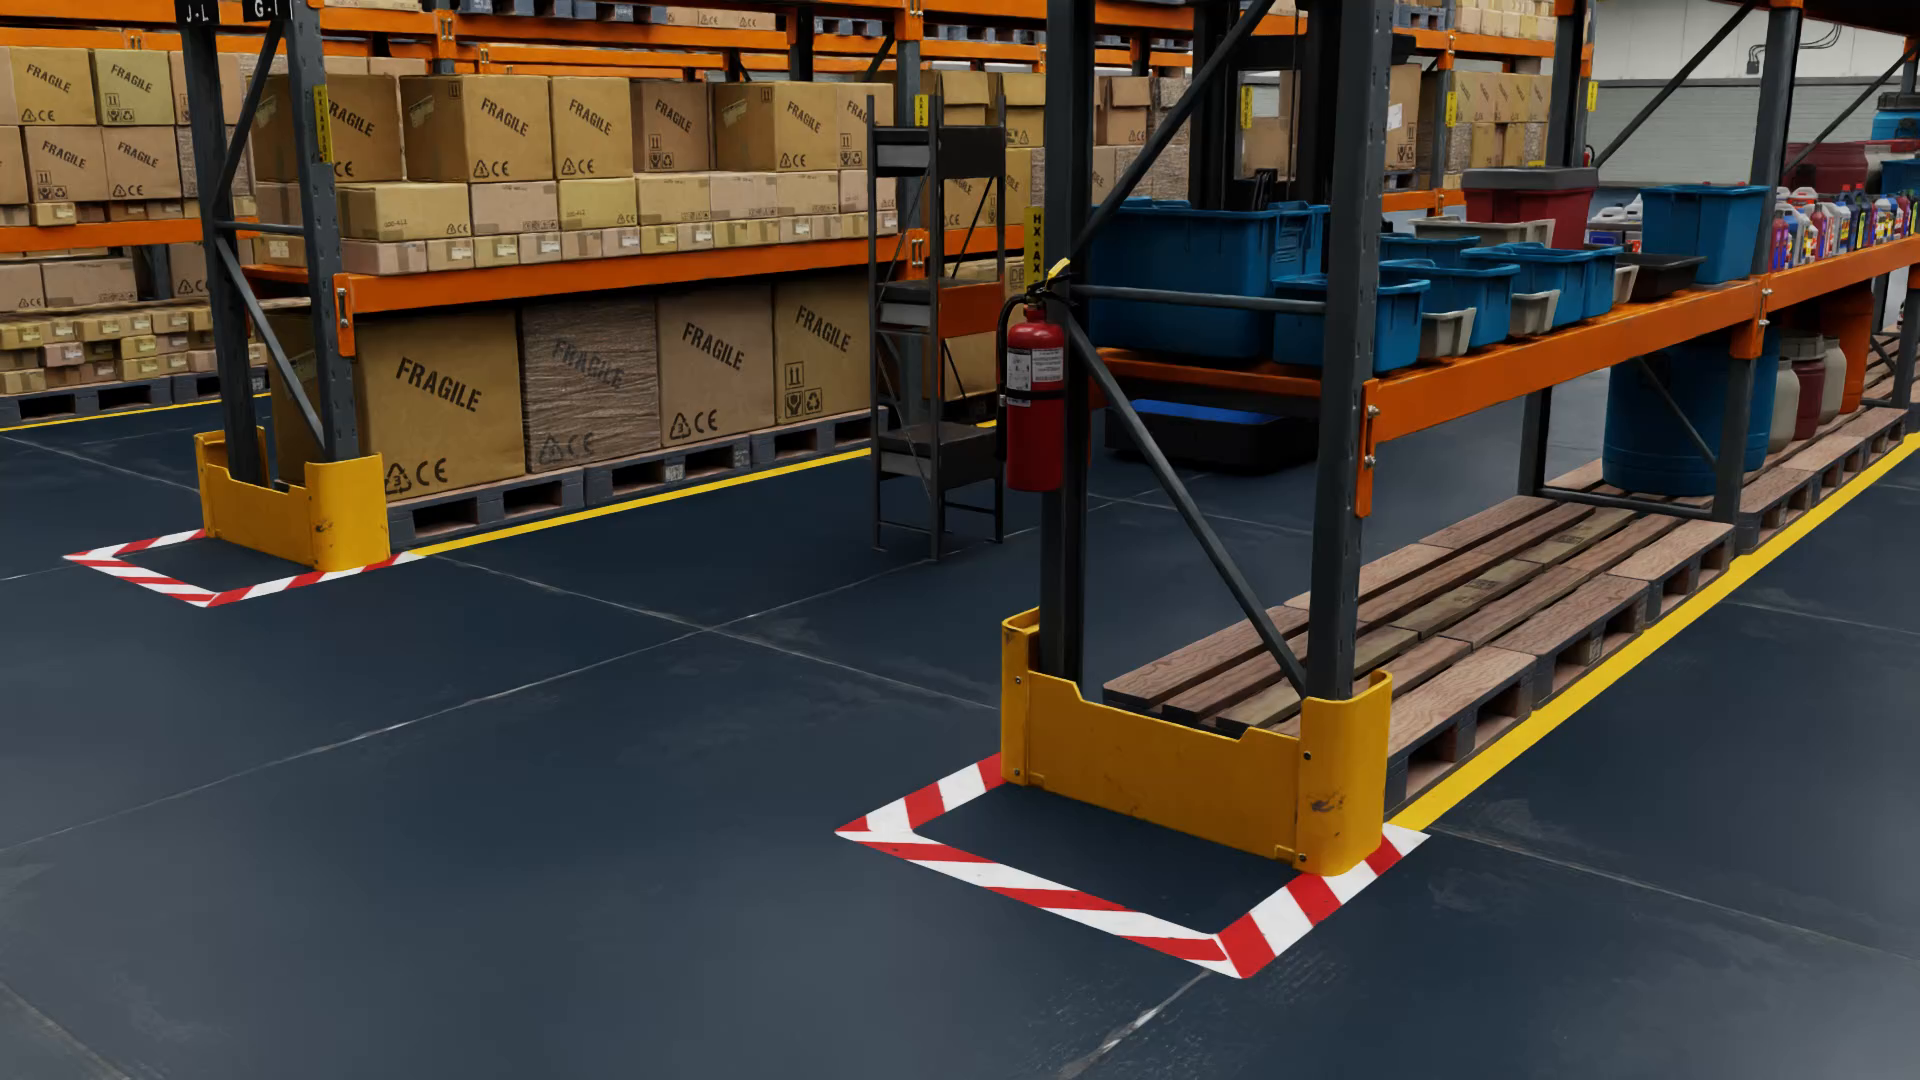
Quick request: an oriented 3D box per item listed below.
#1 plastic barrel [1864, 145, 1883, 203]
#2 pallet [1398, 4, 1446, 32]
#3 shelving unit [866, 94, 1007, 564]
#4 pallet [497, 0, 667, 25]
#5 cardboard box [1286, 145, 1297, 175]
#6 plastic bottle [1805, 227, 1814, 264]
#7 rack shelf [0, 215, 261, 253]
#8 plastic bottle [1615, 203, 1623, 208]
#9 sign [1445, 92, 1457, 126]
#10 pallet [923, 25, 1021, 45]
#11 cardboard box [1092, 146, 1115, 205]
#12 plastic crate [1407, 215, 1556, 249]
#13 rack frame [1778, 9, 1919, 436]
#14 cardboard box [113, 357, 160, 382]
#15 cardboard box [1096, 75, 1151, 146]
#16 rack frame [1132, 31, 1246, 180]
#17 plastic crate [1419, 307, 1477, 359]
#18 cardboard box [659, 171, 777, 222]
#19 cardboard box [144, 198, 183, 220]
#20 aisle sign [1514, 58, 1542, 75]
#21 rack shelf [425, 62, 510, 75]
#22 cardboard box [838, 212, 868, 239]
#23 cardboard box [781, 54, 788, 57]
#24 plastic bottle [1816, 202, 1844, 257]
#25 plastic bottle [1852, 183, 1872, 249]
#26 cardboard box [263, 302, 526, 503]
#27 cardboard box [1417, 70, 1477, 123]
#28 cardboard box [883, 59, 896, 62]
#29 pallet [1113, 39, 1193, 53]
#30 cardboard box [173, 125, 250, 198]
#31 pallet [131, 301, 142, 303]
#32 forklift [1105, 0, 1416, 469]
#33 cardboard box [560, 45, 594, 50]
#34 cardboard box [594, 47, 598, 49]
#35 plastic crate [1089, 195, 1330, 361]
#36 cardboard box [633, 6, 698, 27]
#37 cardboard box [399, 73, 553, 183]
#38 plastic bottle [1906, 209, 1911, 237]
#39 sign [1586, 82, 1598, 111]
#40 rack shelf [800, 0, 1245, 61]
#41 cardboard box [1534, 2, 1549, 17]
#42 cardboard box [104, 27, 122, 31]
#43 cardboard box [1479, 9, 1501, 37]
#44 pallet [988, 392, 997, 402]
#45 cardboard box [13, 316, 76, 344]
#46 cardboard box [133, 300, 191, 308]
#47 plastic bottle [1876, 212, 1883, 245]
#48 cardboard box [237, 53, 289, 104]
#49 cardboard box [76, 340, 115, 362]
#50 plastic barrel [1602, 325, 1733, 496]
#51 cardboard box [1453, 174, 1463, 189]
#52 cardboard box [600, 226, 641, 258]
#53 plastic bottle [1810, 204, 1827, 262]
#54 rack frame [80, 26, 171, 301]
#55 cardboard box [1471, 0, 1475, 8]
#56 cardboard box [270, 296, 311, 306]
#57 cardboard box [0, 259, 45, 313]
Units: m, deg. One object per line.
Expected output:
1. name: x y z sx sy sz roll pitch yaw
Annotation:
1. plastic barrel: 6.178 -2.478 11.559 0.421 0.512 0.421 0 14 0
2. pallet: 3.888 -4.988 15.953 1.213 0.211 1.003 11 18 38
3. shelving unit: -0.104 -0.986 7.740 0.431 2.100 0.503 11 18 38
4. pallet: -3.343 -4.645 14.605 1.213 0.211 1.003 11 18 38
5. cardboard box: 3.077 -3.377 14.774 0.500 0.250 0.500 11 18 36
6. plastic bottle: 4.156 -1.468 8.213 0.097 0.201 0.097 0 14 0
7. rack shelf: -5.720 -2.250 12.347 1.077 0.370 4.000 11 18 38
8. plastic bottle: 3.290 -1.548 8.362 0.061 0.283 0.133 11 18 38
9. sign: 4.793 -4.202 16.222 0.100 0.325 0.005 11 18 38
10. pallet: 0.027 -5.691 18.730 0.805 0.209 1.217 10 18 35
11. cardboard box: 0.765 -2.584 12.000 0.500 0.500 0.500 12 18 39
12. plastic crate: 2.080 -1.136 6.620 0.437 0.282 0.530 11 18 38
13. rack frame: 5.697 -2.194 10.667 1.000 3.000 0.127 11 18 38
14. cardboard box: -5.902 -1.231 11.815 0.380 0.149 0.250 12 18 38
15. cardboard box: 0.961 -3.233 12.518 0.797 0.503 0.637 12 18 39
16. rack frame: 1.845 -2.960 13.684 1.000 3.000 0.127 11 18 38
17. plastic crate: 1.347 -0.608 4.838 0.250 0.136 0.298 11 18 38
18. cardboard box: -1.386 -1.943 9.382 0.500 0.250 0.500 12 18 39
19. cardboard box: -5.757 -2.365 11.851 0.380 0.149 0.250 11 18 36
20. aisle sign: 6.679 -5.811 19.625 0.394 0.787 0.004 11 18 38
21. rack shelf: -8.469 -6.750 23.969 1.077 0.370 4.000 11 18 38
22. cardboard box: -0.768 -1.914 10.076 0.380 0.149 0.250 12 18 39
23. cardboard box: -2.496 -6.762 23.066 0.380 0.149 0.250 12 19 39
24. plastic bottle: 4.498 -1.619 8.657 0.152 0.276 0.135 11 18 38
25. plastic bottle: 4.924 -1.784 9.152 0.144 0.351 0.185 11 18 38
26. cardboard box: -2.843 -0.737 8.395 0.875 0.875 0.875 11 18 38
27. cardboard box: 4.840 -4.451 16.712 0.500 0.500 0.500 11 18 38
28. cardboard box: -1.166 -7.148 24.587 0.380 0.149 0.250 12 19 39
29. pallet: 2.621 -6.547 21.889 1.003 0.211 1.213 11 18 38
30. cardboard box: -5.531 -2.748 12.041 0.500 0.500 0.500 11 18 36
31. pallet: -8.916 -2.243 16.523 1.003 0.211 1.213 11 18 38
32. forklift: 2.157 -2.140 10.593 1.130 2.935 3.031 10 18 35
33. cardboard box: -4.927 -6.294 20.506 0.797 0.503 0.637 11 18 38
34. cardboard box: -5.906 -8.140 26.716 0.797 0.503 0.637 12 19 39
35. plastic crate: 0.735 -0.801 4.991 0.616 0.435 0.499 11 18 38
36. cardboard box: -2.732 -4.908 15.056 0.500 0.500 0.500 11 18 38
37. cardboard box: -2.357 -2.009 8.117 0.500 0.500 0.500 11 18 36
38. plastic bottle: 5.688 -1.935 10.051 0.097 0.201 0.097 0 14 0
39. sign: 7.292 -5.117 19.181 0.100 0.325 0.005 11 18 38
40. rack shelf: 0.588 -3.683 11.896 1.077 0.370 4.000 11 18 38
41. cardboard box: 6.118 -5.717 17.939 0.380 0.149 0.250 10 17 35
42. cardboard box: -10.591 -6.488 20.974 0.380 0.149 0.250 12 19 39
43. cardboard box: 5.170 -5.256 16.934 0.500 0.250 0.500 11 18 37
44. pallet: 0.524 -1.237 12.564 1.003 0.211 1.213 11 18 38
45. cardboard box: -6.304 -1.445 11.446 0.380 0.149 0.250 12 18 39
46. cardboard box: -5.986 -1.708 12.482 0.380 0.149 0.250 11 18 36
47. plastic bottle: 5.176 -1.779 9.437 0.097 0.201 0.097 0 14 0
48. cardboard box: -5.202 -3.331 12.305 0.500 0.500 0.500 12 18 39
49. cardboard box: -6.147 -1.346 11.663 0.380 0.149 0.250 12 18 38
50. plastic barrel: 3.539 -0.716 8.258 0.600 0.901 0.708 11 18 38
51. cardboard box: 4.895 -3.645 16.890 0.380 0.149 0.250 11 18 38
52. cardboard box: -1.897 -1.570 8.722 0.380 0.149 0.250 11 18 37
53. plastic bottle: 4.304 -1.546 8.352 0.061 0.283 0.133 11 18 38
54. rack frame: -8.377 -3.728 16.706 1.000 3.000 0.127 11 18 38
55. cardboard box: 4.917 -5.377 16.599 0.380 0.149 0.250 10 17 35
56. cardboard box: -5.087 -1.775 12.748 0.380 0.149 0.250 10 17 35
57. cardboard box: -9.417 -2.415 15.886 0.875 0.438 0.875 11 18 36
